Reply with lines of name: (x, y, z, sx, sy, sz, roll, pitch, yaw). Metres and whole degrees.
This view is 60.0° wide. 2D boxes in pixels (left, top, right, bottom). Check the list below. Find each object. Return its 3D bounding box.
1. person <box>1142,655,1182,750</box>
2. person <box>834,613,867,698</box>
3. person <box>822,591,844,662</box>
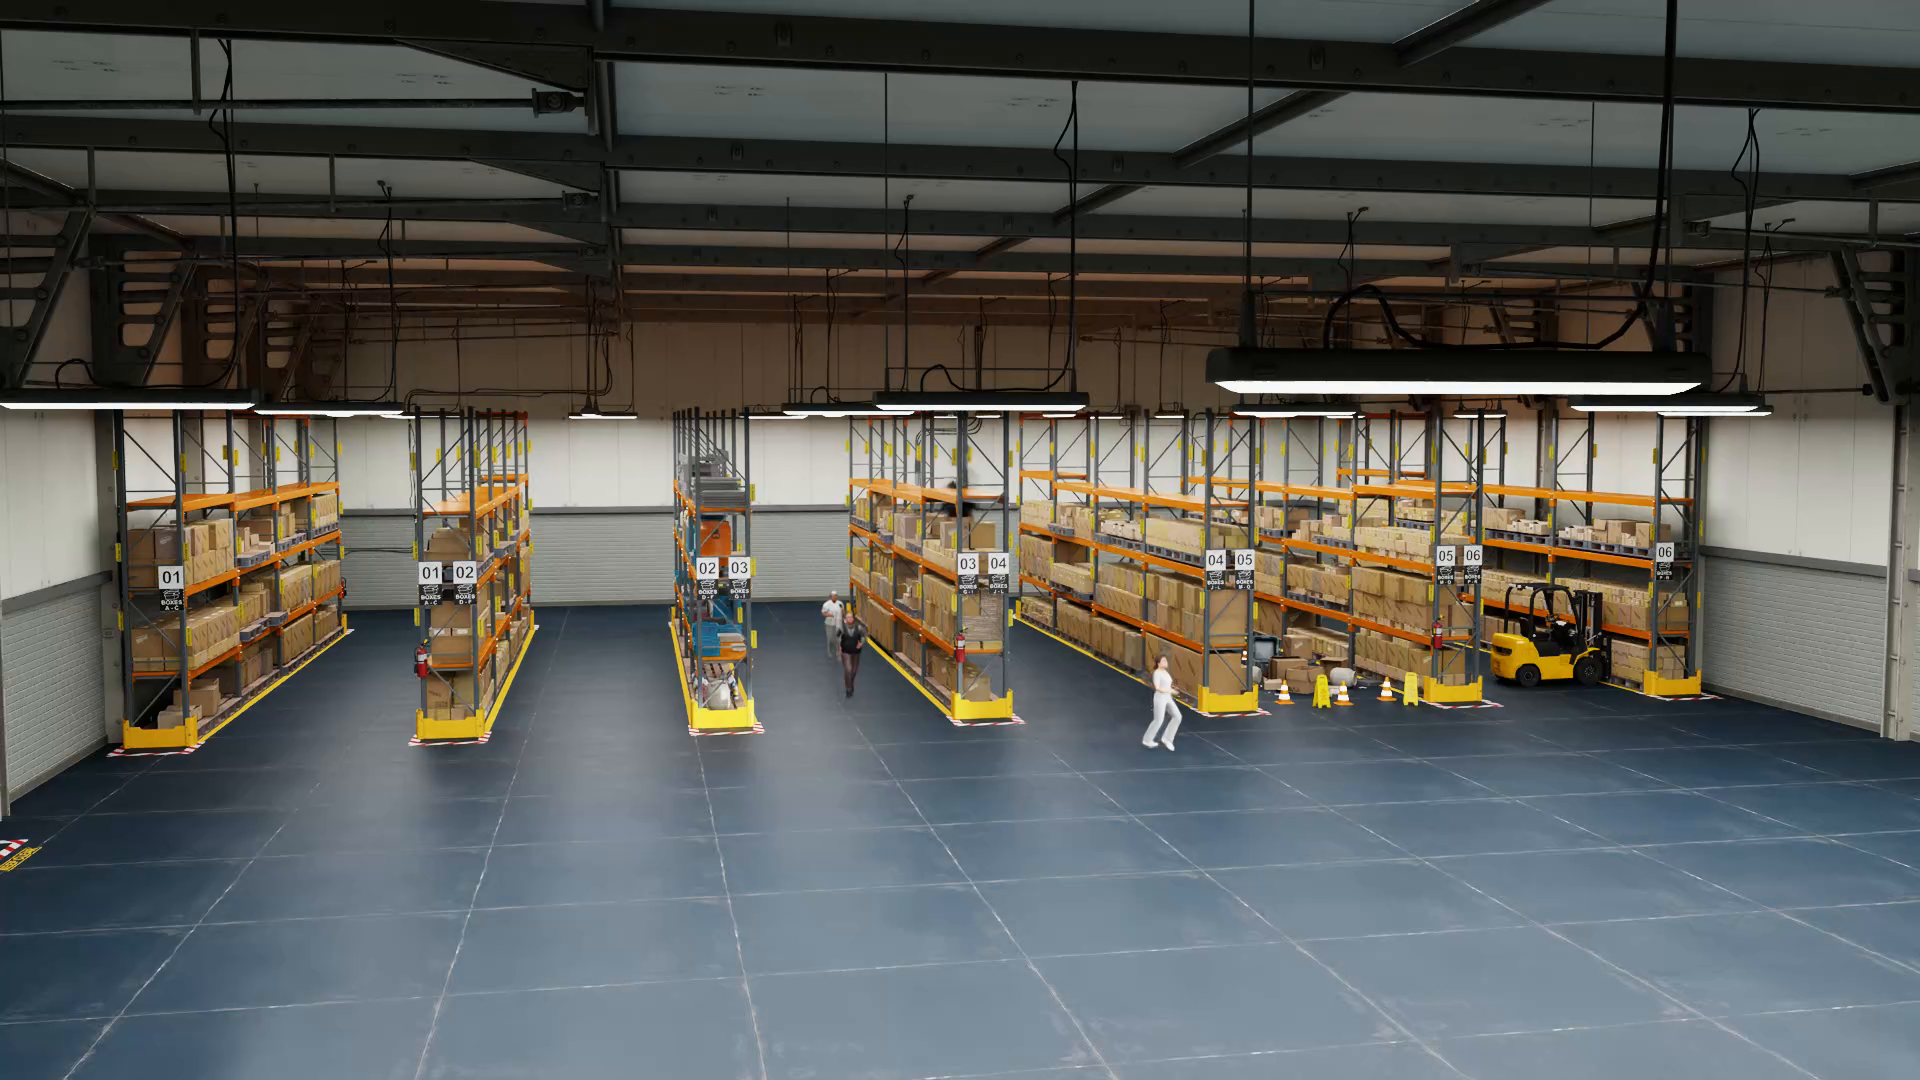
person: (3.525, 2.837, 29.062, 0.692, 1.684, 0.569, 3, 5, 33)
person: (-2.283, 2.398, 34.785, 0.675, 1.774, 0.774, -1, 4, -13)
person: (-3.032, 2.069, 39.898, 0.590, 1.715, 0.733, -1, 4, -13)
